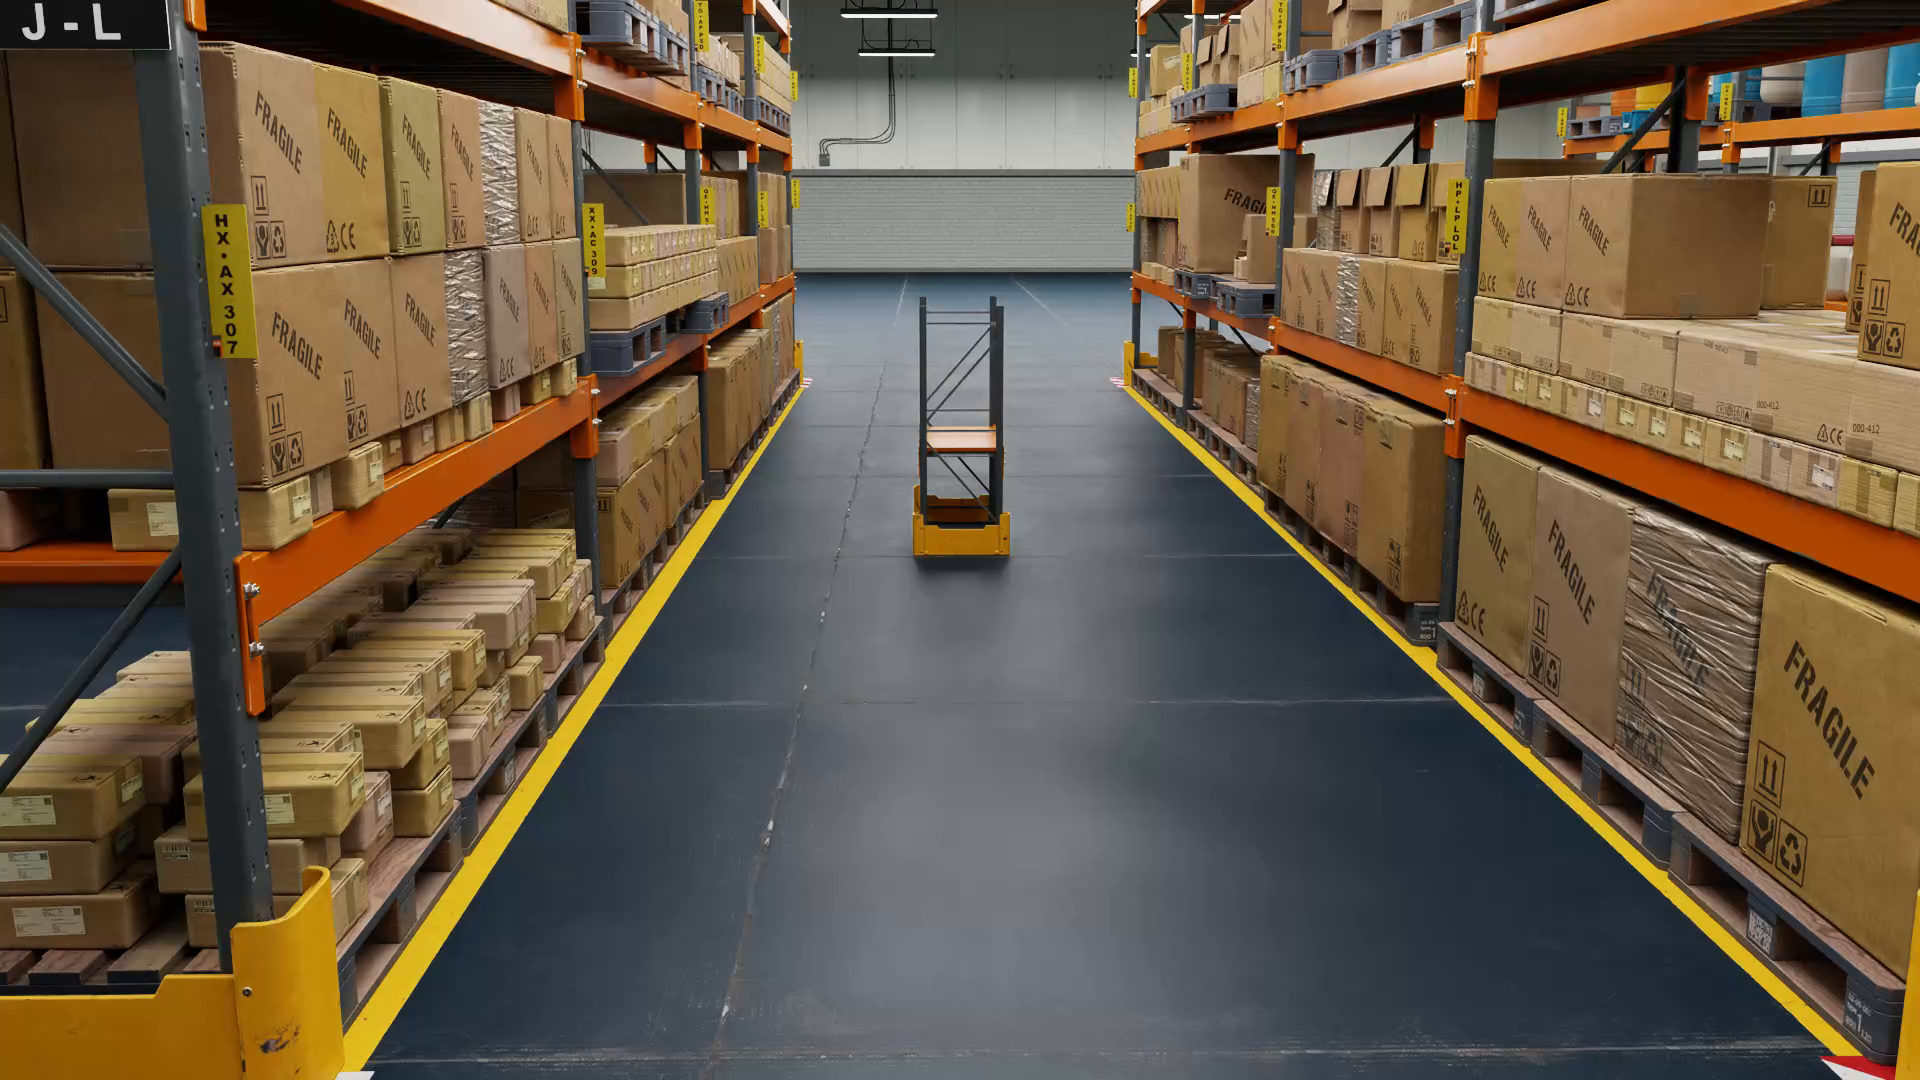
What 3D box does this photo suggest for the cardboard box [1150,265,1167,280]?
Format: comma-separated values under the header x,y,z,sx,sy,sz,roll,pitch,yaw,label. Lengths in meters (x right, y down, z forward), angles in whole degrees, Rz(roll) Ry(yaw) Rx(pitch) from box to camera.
x,y,z,sx,sy,sz,roll,pitch,yaw,label
2.220,-2.829,17.589,0.380,0.149,0.250,0,11,-1,cardboard box

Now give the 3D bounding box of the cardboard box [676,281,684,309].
x,y,z,sx,sy,sz,roll,pitch,yaw,label
-1.777,-1.395,9.465,0.380,0.149,0.250,-1,11,-4,cardboard box

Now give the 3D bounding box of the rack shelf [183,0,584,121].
x,y,z,sx,sy,sz,roll,pitch,yaw,label
-2.153,-1.642,5.374,1.077,0.370,4.000,0,11,-1,rack shelf

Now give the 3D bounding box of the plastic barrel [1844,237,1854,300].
x,y,z,sx,sy,sz,roll,pitch,yaw,label
7.377,-2.177,13.403,0.433,0.535,0.433,0,11,0,plastic barrel

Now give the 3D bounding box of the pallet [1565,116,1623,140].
x,y,z,sx,sy,sz,roll,pitch,yaw,label
7.390,-4.541,18.328,1.003,0.211,1.213,0,11,-1,pallet

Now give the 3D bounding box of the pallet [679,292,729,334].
x,y,z,sx,sy,sz,roll,pitch,yaw,label
-2.156,-1.482,10.803,1.213,0.211,1.003,0,11,-1,pallet

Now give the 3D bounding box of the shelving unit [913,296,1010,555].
x,y,z,sx,sy,sz,roll,pitch,yaw,label
-0.002,-0.750,10.485,0.587,1.500,1.083,0,11,-1,shelving unit

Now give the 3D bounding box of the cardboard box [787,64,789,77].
x,y,z,sx,sy,sz,roll,pitch,yaw,label
-2.093,-5.185,18.347,0.380,0.149,0.250,0,11,-1,cardboard box

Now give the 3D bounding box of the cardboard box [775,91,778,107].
x,y,z,sx,sy,sz,roll,pitch,yaw,label
-2.059,-4.490,16.928,0.380,0.149,0.250,0,11,0,cardboard box

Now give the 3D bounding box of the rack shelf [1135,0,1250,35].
x,y,z,sx,sy,sz,roll,pitch,yaw,label
2.560,-5.496,16.836,1.077,0.370,4.000,0,11,-1,rack shelf

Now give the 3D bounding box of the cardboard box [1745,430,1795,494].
x,y,z,sx,sy,sz,roll,pitch,yaw,label
2.497,-0.225,4.756,0.380,0.149,0.250,0,11,0,cardboard box

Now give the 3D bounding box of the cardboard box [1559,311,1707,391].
x,y,z,sx,sy,sz,roll,pitch,yaw,label
2.536,-0.699,6.087,0.500,0.250,0.500,0,11,0,cardboard box

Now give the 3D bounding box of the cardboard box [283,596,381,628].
x,y,z,sx,sy,sz,roll,pitch,yaw,label
-2.354,0.308,6.112,0.380,0.149,0.250,-1,11,-4,cardboard box

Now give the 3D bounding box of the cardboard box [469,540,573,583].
x,y,z,sx,sy,sz,roll,pitch,yaw,label
-1.882,0.098,7.150,0.380,0.149,0.250,0,11,0,cardboard box

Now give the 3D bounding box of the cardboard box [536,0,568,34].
x,y,z,sx,sy,sz,roll,pitch,yaw,label
-1.915,-2.222,6.802,0.500,0.250,0.500,0,11,0,cardboard box

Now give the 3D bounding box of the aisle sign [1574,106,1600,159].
x,y,z,sx,sy,sz,roll,pitch,yaw,label
7.176,-4.615,19.226,0.394,0.787,0.004,0,11,-1,aisle sign

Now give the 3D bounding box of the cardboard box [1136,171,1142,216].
x,y,z,sx,sy,sz,roll,pitch,yaw,label
2.257,-3.882,18.637,0.500,0.500,0.500,0,11,-1,cardboard box

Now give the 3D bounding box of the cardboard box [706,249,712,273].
x,y,z,sx,sy,sz,roll,pitch,yaw,label
-1.805,-1.796,10.697,0.380,0.149,0.250,0,11,1,cardboard box

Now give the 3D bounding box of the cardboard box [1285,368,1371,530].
x,y,z,sx,sy,sz,roll,pitch,yaw,label
2.688,-0.568,10.101,1.225,0.875,0.875,0,11,-1,cardboard box

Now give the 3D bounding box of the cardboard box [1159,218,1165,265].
x,y,z,sx,sy,sz,roll,pitch,yaw,label
2.600,-3.195,17.763,0.875,0.500,0.500,0,11,-1,cardboard box

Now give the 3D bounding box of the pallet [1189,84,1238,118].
x,y,z,sx,sy,sz,roll,pitch,yaw,label
2.532,-3.562,13.498,1.213,0.211,1.003,0,11,-1,pallet

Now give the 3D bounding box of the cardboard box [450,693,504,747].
x,y,z,sx,sy,sz,roll,pitch,yaw,label
-1.848,0.651,5.918,0.380,0.149,0.250,0,11,-1,cardboard box

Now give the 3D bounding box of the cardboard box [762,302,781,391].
x,y,z,sx,sy,sz,roll,pitch,yaw,label
-2.326,-1.982,17.070,0.875,0.875,0.875,0,11,-1,cardboard box

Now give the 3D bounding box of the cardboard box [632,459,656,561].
x,y,z,sx,sy,sz,roll,pitch,yaw,label
-1.957,-0.156,9.015,0.500,0.500,0.500,0,11,1,cardboard box

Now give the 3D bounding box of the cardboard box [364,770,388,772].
x,y,z,sx,sy,sz,roll,pitch,yaw,label
-1.909,0.710,4.880,0.380,0.149,0.250,0,11,0,cardboard box

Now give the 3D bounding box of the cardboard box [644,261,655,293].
x,y,z,sx,sy,sz,roll,pitch,yaw,label
-1.756,-1.334,8.416,0.380,0.149,0.250,0,11,0,cardboard box

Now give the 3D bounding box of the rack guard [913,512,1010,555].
x,y,z,sx,sy,sz,roll,pitch,yaw,label
0.009,-0.039,10.121,0.587,0.250,0.087,0,11,-1,rack guard

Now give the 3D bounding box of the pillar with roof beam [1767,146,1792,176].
x,y,z,sx,sy,sz,roll,pitch,yaw,label
13.578,-9.734,35.906,9.100,9.000,0.548,0,11,-1,pillar with roof beam

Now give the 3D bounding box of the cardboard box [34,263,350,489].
x,y,z,sx,sy,sz,roll,pitch,yaw,label
-1.845,-0.412,4.047,0.500,0.500,0.500,0,11,2,cardboard box

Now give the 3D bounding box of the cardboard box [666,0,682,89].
x,y,z,sx,sy,sz,roll,pitch,yaw,label
-1.988,-3.025,10.128,0.500,0.500,0.500,0,11,-1,cardboard box

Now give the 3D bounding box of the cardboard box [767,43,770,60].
x,y,z,sx,sy,sz,roll,pitch,yaw,label
-2.045,-4.730,16.105,0.380,0.149,0.250,0,11,-2,cardboard box

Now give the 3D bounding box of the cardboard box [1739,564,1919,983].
x,y,z,sx,sy,sz,roll,pitch,yaw,label
2.756,0.581,4.438,0.875,0.875,0.875,0,11,-1,cardboard box

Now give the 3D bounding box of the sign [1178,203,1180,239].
x,y,z,sx,sy,sz,roll,pitch,yaw,label
2.059,-2.933,15.296,0.100,0.325,0.005,0,11,-1,sign

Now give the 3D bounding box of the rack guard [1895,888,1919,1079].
x,y,z,sx,sy,sz,roll,pitch,yaw,label
2.849,1.102,3.868,1.175,0.500,0.348,0,11,-1,rack guard

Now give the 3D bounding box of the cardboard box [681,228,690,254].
x,y,z,sx,sy,sz,roll,pitch,yaw,label
-1.784,-1.739,9.666,0.380,0.149,0.250,0,11,2,cardboard box

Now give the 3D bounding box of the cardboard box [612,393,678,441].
x,y,z,sx,sy,sz,roll,pitch,yaw,label
-1.985,-0.729,9.955,0.500,0.250,0.500,0,11,0,cardboard box

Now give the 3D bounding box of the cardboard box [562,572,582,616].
x,y,z,sx,sy,sz,roll,pitch,yaw,label
-1.852,0.238,7.206,0.380,0.149,0.250,-1,11,-4,cardboard box

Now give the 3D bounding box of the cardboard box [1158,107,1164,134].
x,y,z,sx,sy,sz,roll,pitch,yaw,label
2.309,-4.303,17.059,0.500,0.250,0.500,0,11,1,cardboard box

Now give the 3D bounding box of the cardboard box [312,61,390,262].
x,y,z,sx,sy,sz,roll,pitch,yaw,label
-1.873,-1.003,4.442,0.500,0.500,0.500,0,11,0,cardboard box

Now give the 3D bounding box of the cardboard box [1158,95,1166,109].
x,y,z,sx,sy,sz,roll,pitch,yaw,label
2.286,-4.586,17.447,0.380,0.149,0.250,-1,11,-4,cardboard box

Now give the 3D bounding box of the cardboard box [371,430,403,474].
x,y,z,sx,sy,sz,roll,pitch,yaw,label
-1.913,-0.279,5.021,0.380,0.149,0.250,0,11,-2,cardboard box

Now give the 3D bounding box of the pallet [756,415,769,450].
x,y,z,sx,sy,sz,roll,pitch,yaw,label
-2.269,-0.993,14.922,1.003,0.211,1.213,0,11,-1,pallet

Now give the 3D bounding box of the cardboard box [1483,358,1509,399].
x,y,z,sx,sy,sz,roll,pitch,yaw,label
2.445,-0.687,7.033,0.380,0.149,0.250,-1,11,-3,cardboard box

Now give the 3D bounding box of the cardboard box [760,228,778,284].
x,y,z,sx,sy,sz,roll,pitch,yaw,label
-2.307,-2.876,16.816,0.875,0.550,0.550,0,11,-1,cardboard box

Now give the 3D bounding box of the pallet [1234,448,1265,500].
x,y,z,sx,sy,sz,roll,pitch,yaw,label
2.669,-0.506,12.524,1.003,0.211,1.213,0,11,-1,pallet

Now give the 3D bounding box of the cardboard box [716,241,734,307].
x,y,z,sx,sy,sz,roll,pitch,yaw,label
-2.040,-2.058,12.908,0.500,0.500,0.500,0,11,-1,cardboard box

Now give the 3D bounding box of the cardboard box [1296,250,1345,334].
x,y,z,sx,sy,sz,roll,pitch,yaw,label
2.435,-1.566,10.484,0.500,0.500,0.500,-1,11,-3,cardboard box

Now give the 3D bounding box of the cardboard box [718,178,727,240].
x,y,z,sx,sy,sz,roll,pitch,yaw,label
-2.321,-2.750,13.804,0.700,0.500,0.500,0,11,-1,cardboard box

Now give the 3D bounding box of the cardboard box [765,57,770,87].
x,y,z,sx,sy,sz,roll,pitch,yaw,label
-2.102,-4.508,16.014,0.500,0.250,0.500,0,11,-2,cardboard box

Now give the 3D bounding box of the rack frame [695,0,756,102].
x,y,z,sx,sy,sz,roll,pitch,yaw,label
-2.360,-5.453,14.803,1.000,3.000,0.127,0,11,-1,rack frame

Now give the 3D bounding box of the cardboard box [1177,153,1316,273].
x,y,z,sx,sy,sz,roll,pitch,yaw,label
2.477,-2.854,14.518,1.000,1.000,1.000,0,11,-1,cardboard box

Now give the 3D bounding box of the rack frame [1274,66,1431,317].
x,y,z,sx,sy,sz,roll,pitch,yaw,label
2.684,-1.718,11.481,1.000,3.000,0.127,0,11,-1,rack frame

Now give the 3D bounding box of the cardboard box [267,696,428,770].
x,y,z,sx,sy,sz,roll,pitch,yaw,label
-1.786,0.562,4.861,0.380,0.149,0.250,0,11,-1,cardboard box

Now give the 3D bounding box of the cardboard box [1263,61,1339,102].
x,y,z,sx,sy,sz,roll,pitch,yaw,label
2.429,-3.208,11.659,0.500,0.250,0.500,0,11,-1,cardboard box

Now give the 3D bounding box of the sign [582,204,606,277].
x,y,z,sx,sy,sz,roll,pitch,yaw,label
-1.652,-1.350,7.493,0.100,0.325,0.005,0,11,-1,sign
